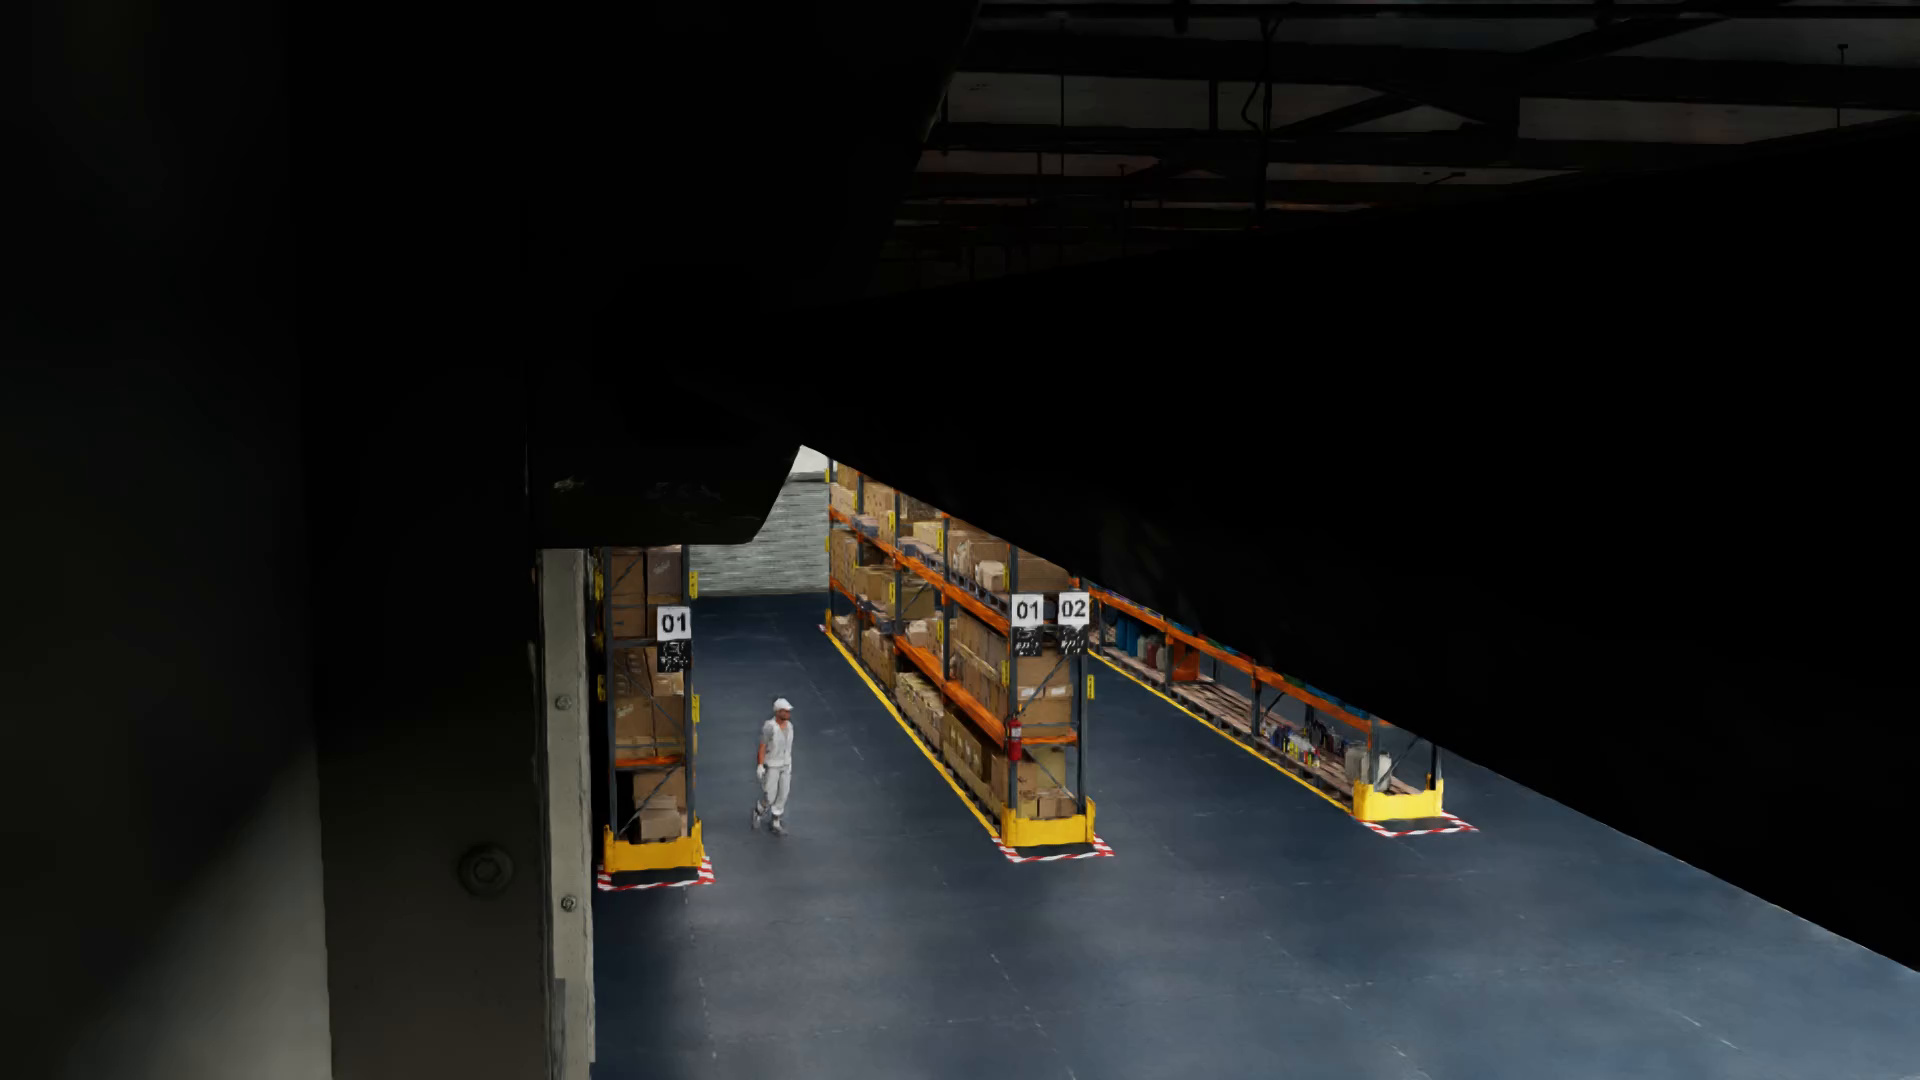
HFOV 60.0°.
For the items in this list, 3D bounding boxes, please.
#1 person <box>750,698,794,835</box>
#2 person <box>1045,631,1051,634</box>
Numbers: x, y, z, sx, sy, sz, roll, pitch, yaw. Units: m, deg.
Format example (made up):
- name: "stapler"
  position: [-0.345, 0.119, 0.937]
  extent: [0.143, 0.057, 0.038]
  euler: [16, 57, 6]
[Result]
- name: "person"
  position: [-2.414, 2.910, 21.461]
  extent: [0.572, 1.780, 0.589]
  euler: [6, 9, 42]
- name: "person"
  position: [1.822, 1.244, 36.126]
  extent: [0.639, 1.632, 0.511]
  euler: [-2, 7, -13]
